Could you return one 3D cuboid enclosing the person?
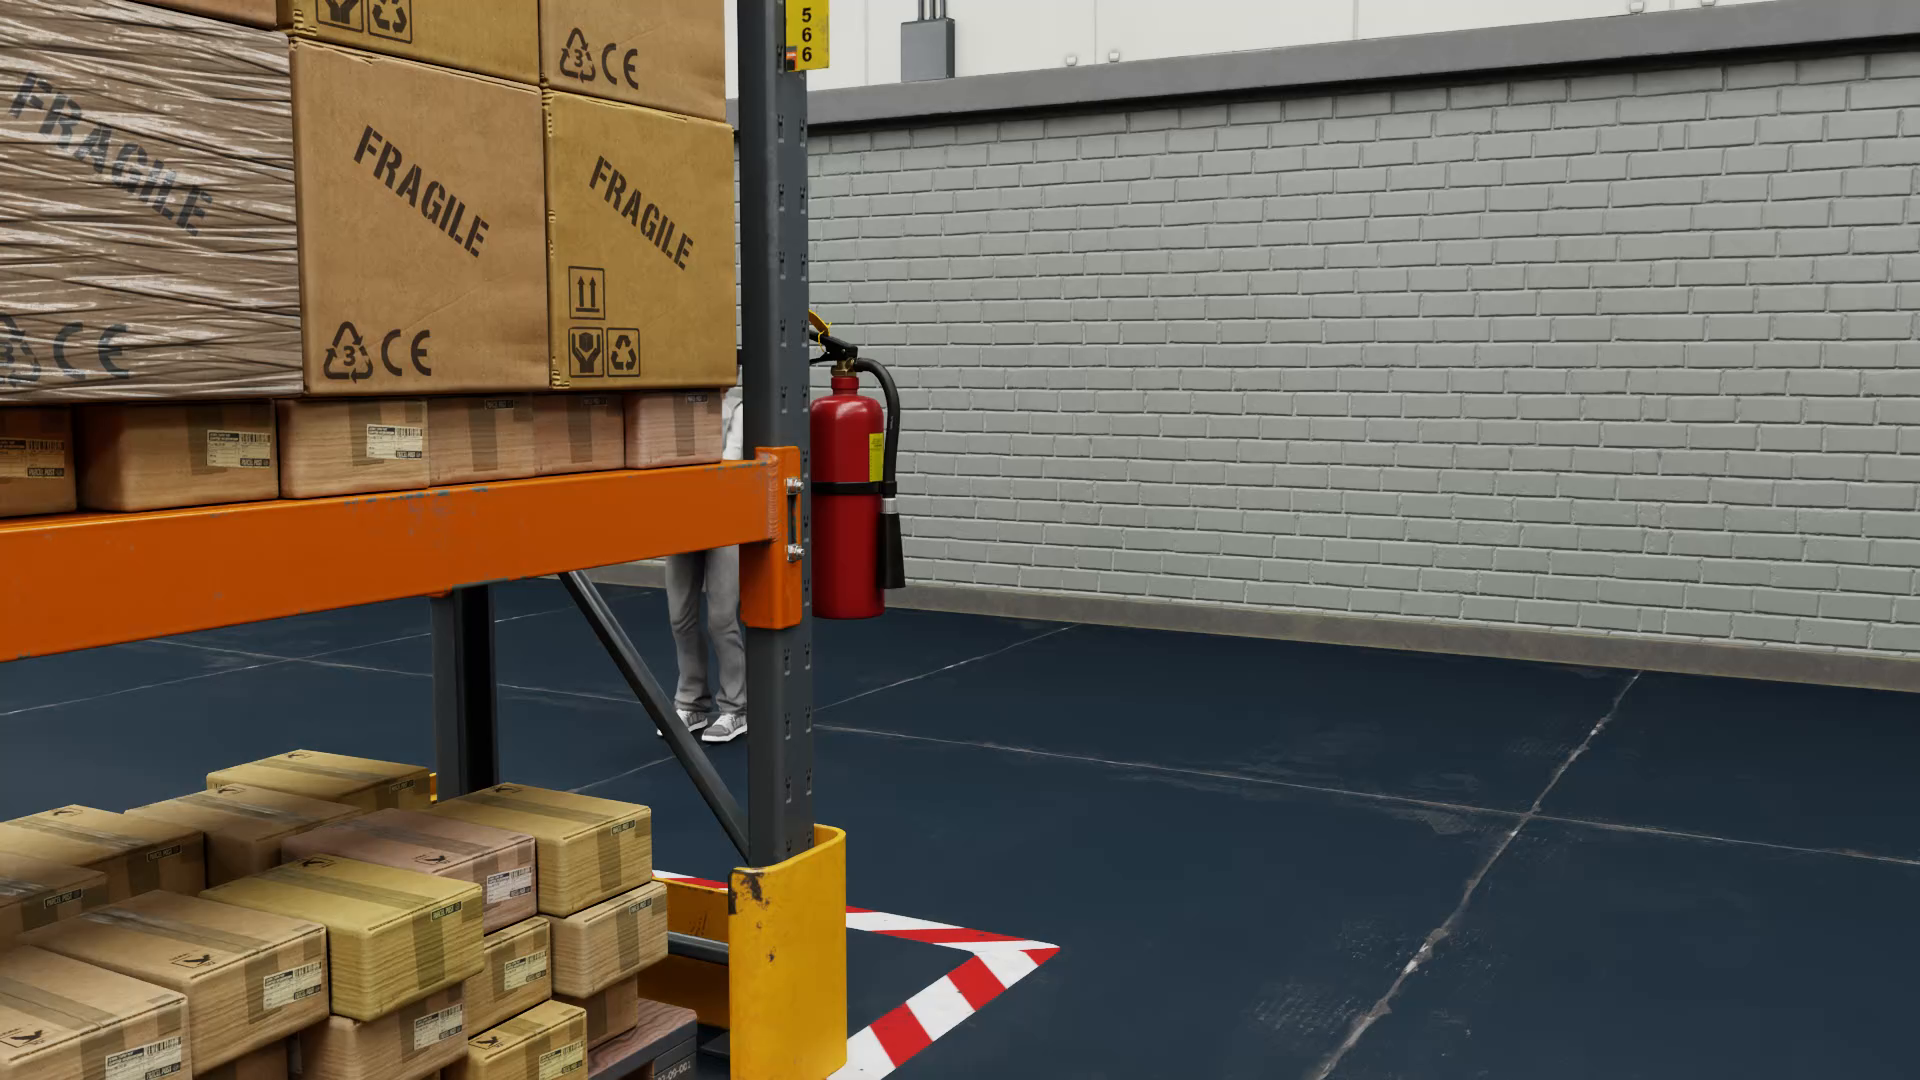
[{"bbox_3d":[-1.055,0.004,6.559,0.405,1.594,0.489,3,7,29],"label":"person"}]
